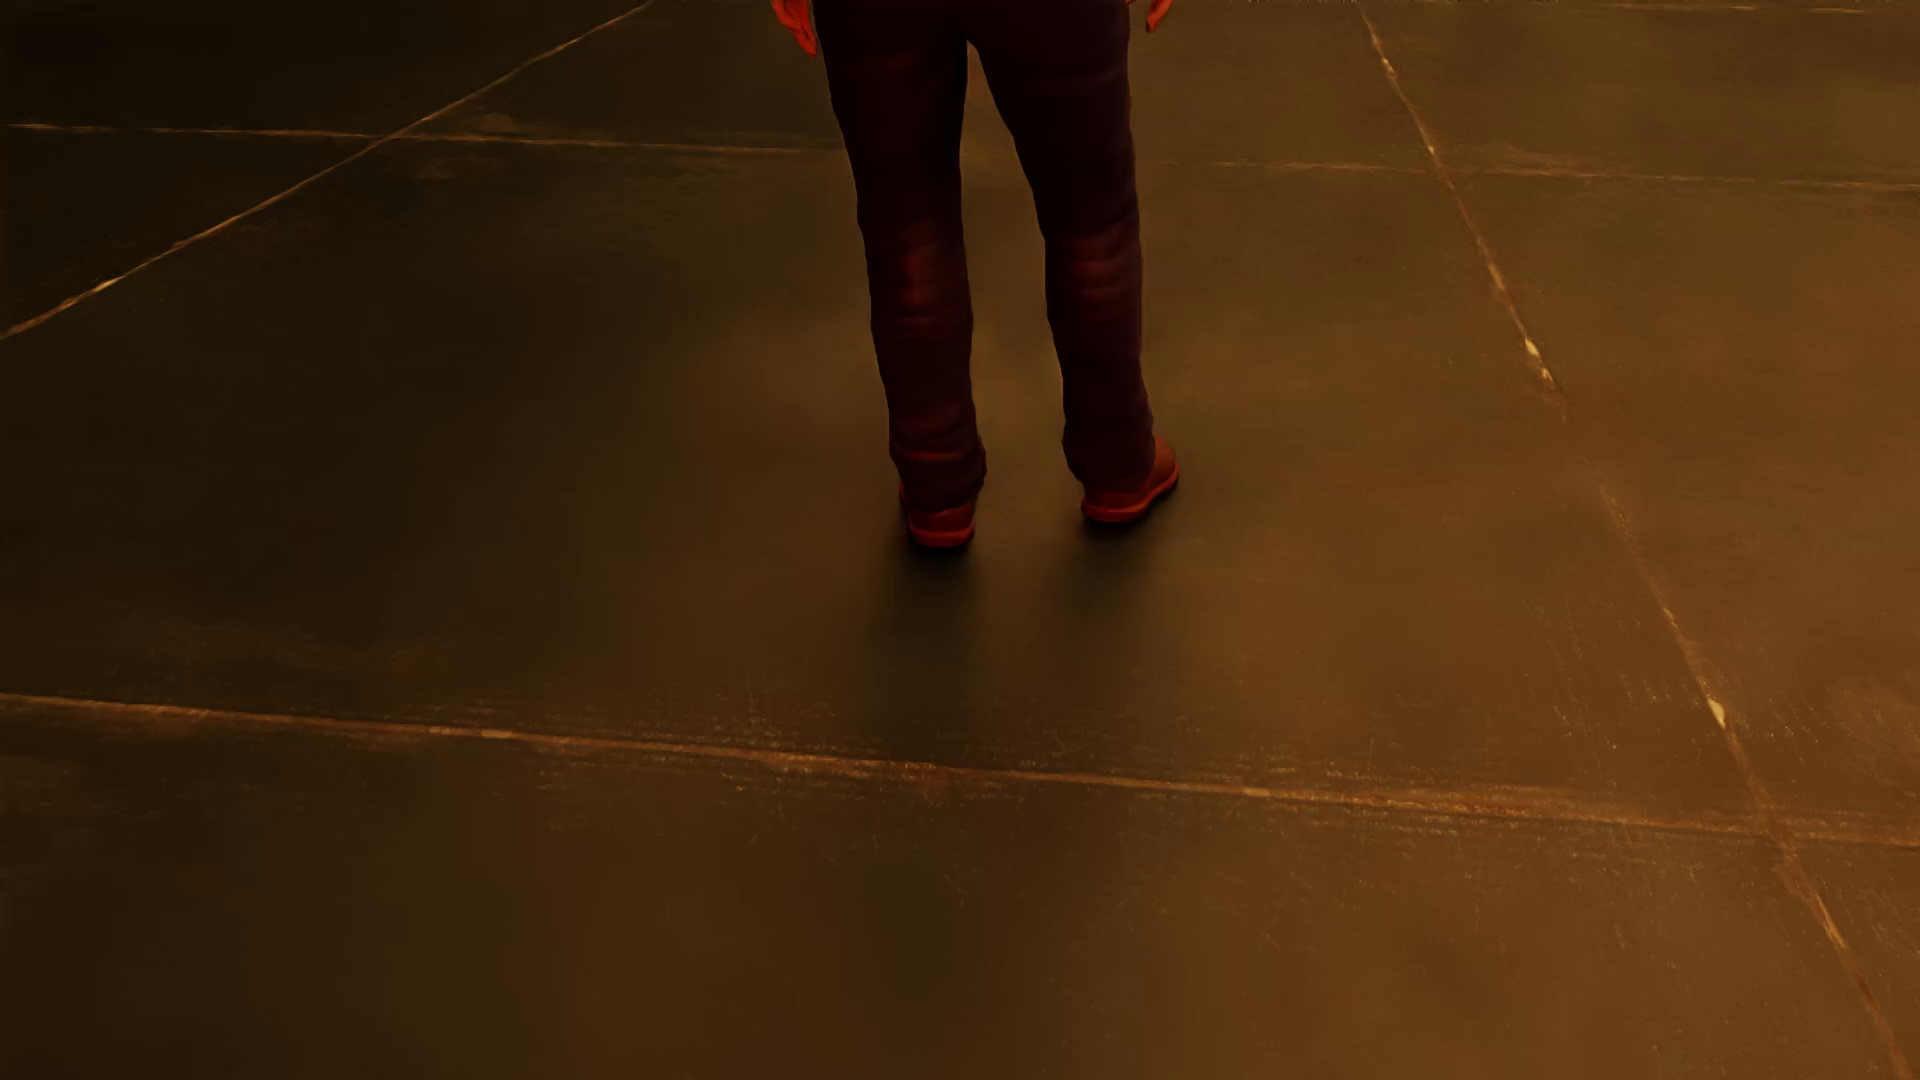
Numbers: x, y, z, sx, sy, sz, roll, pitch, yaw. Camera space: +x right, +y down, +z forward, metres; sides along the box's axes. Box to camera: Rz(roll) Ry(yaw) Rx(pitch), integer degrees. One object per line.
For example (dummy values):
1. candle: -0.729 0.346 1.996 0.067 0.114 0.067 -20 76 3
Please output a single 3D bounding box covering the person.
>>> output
1. person: 0.035 -0.782 2.206 0.599 1.650 0.502 3 27 7
